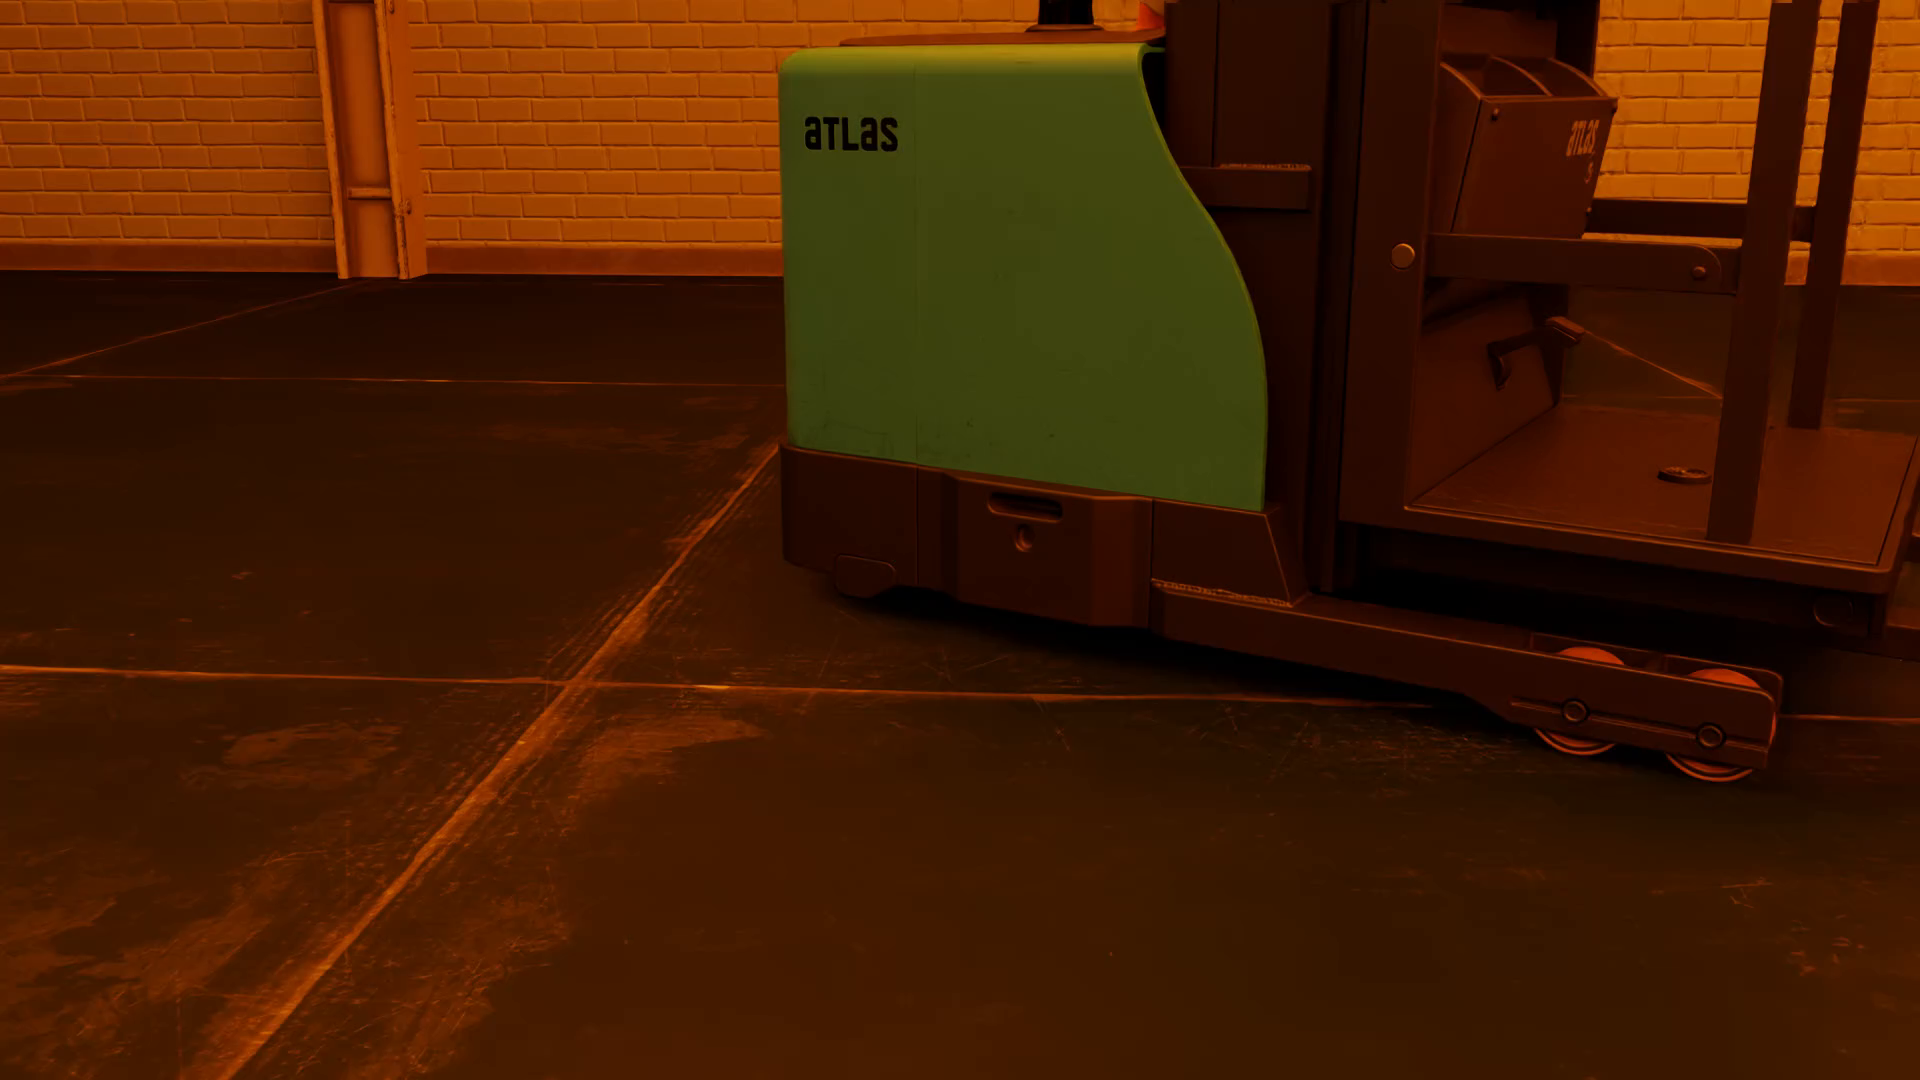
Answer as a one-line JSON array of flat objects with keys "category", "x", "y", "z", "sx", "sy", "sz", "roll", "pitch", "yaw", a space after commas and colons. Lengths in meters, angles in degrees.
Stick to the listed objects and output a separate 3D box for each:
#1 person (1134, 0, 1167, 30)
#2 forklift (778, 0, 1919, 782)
[{"category": "person", "x": 0.691, "y": -0.967, "z": 4.128, "sx": 0.894, "sy": 1.701, "sz": 0.510, "roll": 6, "pitch": 16, "yaw": 20}, {"category": "forklift", "x": 1.160, "y": -1.212, "z": 2.683, "sx": 3.031, "sy": 2.935, "sz": 1.130, "roll": 9, "pitch": 18, "yaw": 31}]
